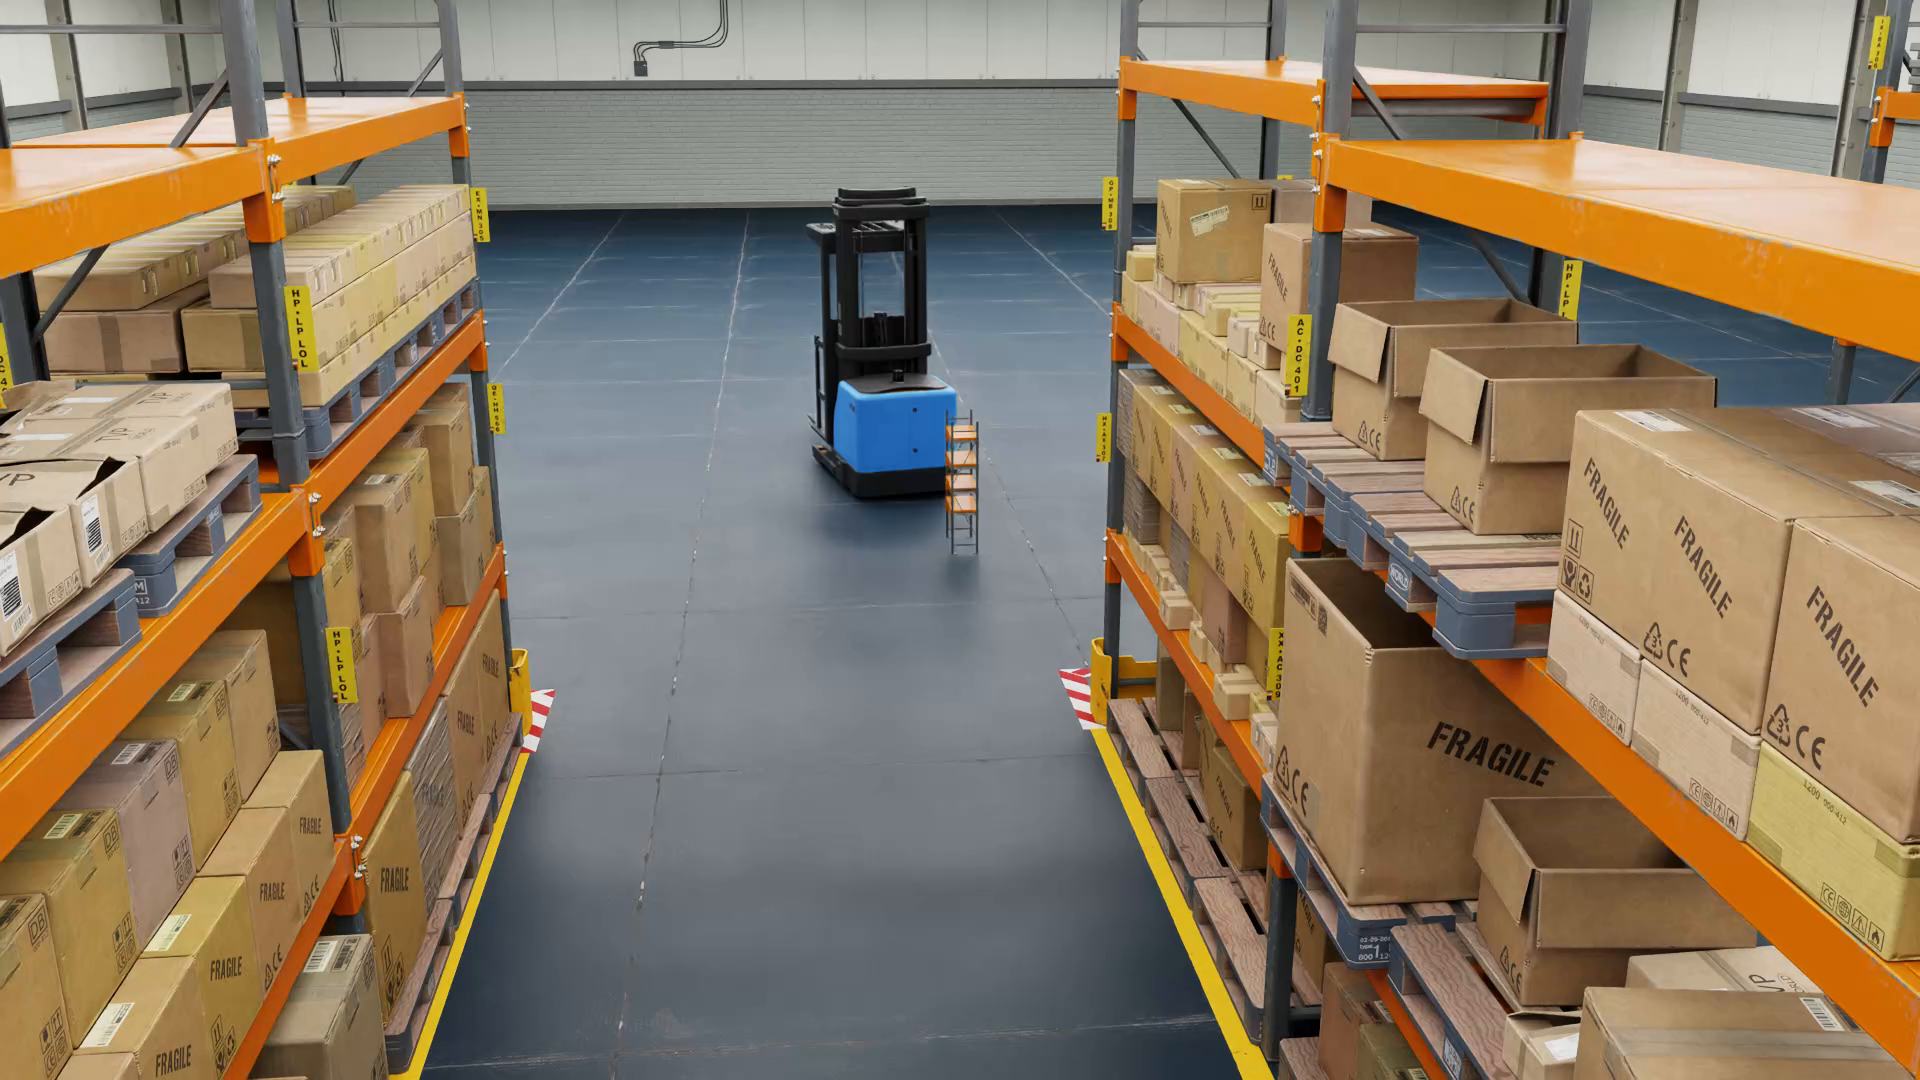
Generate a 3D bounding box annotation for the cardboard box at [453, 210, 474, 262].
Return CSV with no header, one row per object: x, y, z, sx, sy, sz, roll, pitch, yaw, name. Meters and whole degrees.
-3.134,-1.760,9.654,0.500,0.250,0.500,-2,17,-5,cardboard box

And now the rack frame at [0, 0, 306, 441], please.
-3.050,-1.818,5.945,1.000,3.000,0.127,-2,18,-6,rack frame

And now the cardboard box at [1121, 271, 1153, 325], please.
1.274,-1.479,10.123,0.500,0.250,0.500,-1,17,-4,cardboard box

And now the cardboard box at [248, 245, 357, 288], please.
-2.803,-1.166,7.096,0.380,0.149,0.250,-2,18,-6,cardboard box

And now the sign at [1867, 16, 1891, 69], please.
5.860,-3.171,10.602,0.100,0.325,0.005,-2,18,-6,sign

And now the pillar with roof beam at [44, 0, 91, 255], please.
-12.331,-9.721,31.116,9.100,9.000,0.400,-2,18,-6,pillar with roof beam

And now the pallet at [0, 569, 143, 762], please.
-2.875,0.371,4.294,1.003,0.211,1.213,-1,17,-3,pallet

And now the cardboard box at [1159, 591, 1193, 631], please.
1.332,0.391,9.343,0.380,0.149,0.250,-2,18,-6,cardboard box

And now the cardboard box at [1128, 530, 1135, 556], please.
1.280,0.016,10.537,0.380,0.149,0.250,-2,18,-6,cardboard box

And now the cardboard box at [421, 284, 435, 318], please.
-2.961,-1.240,8.662,0.380,0.149,0.250,-2,18,-5,cardboard box

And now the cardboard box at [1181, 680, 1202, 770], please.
1.625,1.085,10.185,0.500,0.500,0.500,3,18,9,cardboard box

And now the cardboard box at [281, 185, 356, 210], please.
-3.745,-1.978,9.683,0.380,0.149,0.250,-2,17,-5,cardboard box

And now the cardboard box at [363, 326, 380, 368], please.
-2.828,-0.860,7.453,0.380,0.149,0.250,-2,18,-7,cardboard box

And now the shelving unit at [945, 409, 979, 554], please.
0.017,-0.523,14.840,0.258,1.200,0.503,-2,18,-6,shelving unit

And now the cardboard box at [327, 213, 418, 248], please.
-2.933,-1.543,8.297,0.380,0.149,0.250,-2,18,-5,cardboard box

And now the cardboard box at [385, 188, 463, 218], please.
-3.066,-1.923,9.507,0.380,0.149,0.250,-2,18,-5,cardboard box

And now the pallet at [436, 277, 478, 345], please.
-3.376,-1.316,9.501,1.003,0.211,1.213,-2,18,-6,pallet

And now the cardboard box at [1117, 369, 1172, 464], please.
1.267,-0.765,10.274,0.500,0.500,0.500,-2,18,-6,cardboard box

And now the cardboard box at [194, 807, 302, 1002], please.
-2.678,1.294,5.880,0.500,0.500,0.500,-2,18,-6,cardboard box

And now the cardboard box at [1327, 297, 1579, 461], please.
1.844,-0.617,6.253,0.797,0.503,0.637,-3,18,-8,cardboard box

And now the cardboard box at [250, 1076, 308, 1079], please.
-2.801,2.387,5.622,1.050,0.750,0.750,-2,18,-6,cardboard box

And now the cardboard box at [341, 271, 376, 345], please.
-2.876,-1.010,7.265,0.500,0.250,0.500,-2,18,-6,cardboard box

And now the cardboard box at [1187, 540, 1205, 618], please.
1.730,0.149,9.031,0.875,0.500,0.500,-2,18,-6,cardboard box

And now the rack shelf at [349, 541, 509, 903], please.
-3.256,0.791,8.850,1.077,0.370,4.000,-2,18,-6,rack shelf

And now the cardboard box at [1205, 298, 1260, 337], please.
1.432,-1.109,8.280,0.380,0.149,0.250,-1,17,-3,cardboard box

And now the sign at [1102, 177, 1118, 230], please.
0.942,-2.102,10.398,0.100,0.325,0.005,-2,18,-6,sign

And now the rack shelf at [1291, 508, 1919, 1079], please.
2.100,0.429,4.996,1.077,0.370,4.000,-2,18,-6,rack shelf

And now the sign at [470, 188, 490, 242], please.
-2.922,-1.976,10.110,0.100,0.325,0.005,-2,18,-6,sign

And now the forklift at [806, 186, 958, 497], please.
-0.952,-2.223,17.366,1.130,2.935,3.031,-5,18,-17,forklift

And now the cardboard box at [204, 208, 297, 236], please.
-3.615,-1.599,8.476,0.380,0.149,0.250,-2,18,-6,cardboard box

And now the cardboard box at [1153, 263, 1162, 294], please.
1.316,-1.496,9.513,0.380,0.149,0.250,-1,17,-3,cardboard box

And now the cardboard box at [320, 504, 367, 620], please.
-3.226,0.186,7.524,0.875,0.550,0.550,-2,18,-6,cardboard box

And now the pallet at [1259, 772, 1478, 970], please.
1.828,1.245,6.525,1.003,0.211,1.213,-2,18,-6,pallet

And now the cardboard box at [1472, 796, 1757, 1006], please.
2.165,1.185,5.522,0.797,0.503,0.637,0,17,0,cardboard box

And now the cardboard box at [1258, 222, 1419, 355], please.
1.594,-1.065,7.054,0.500,0.500,0.500,-2,18,-7,cardboard box

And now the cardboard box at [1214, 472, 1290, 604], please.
1.521,-0.020,7.901,0.500,0.500,0.500,-2,18,-6,cardboard box

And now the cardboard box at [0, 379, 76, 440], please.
-3.236,-0.383,5.739,0.258,0.266,0.396,-2,18,-7,cardboard box

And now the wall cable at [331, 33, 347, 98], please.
-16.220,-10.812,39.778,3.097,2.526,0.112,-2,18,-6,wall cable

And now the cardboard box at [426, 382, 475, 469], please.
-3.463,-0.623,10.100,0.875,0.550,0.550,-2,18,-6,cardboard box

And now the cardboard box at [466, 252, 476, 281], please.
-3.091,-1.618,9.868,0.380,0.149,0.250,-2,18,-6,cardboard box

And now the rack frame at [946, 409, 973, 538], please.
-0.008,-0.596,15.072,0.240,1.200,0.015,-2,18,-6,rack frame

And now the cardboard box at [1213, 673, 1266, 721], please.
1.460,0.764,8.156,0.380,0.149,0.250,-2,18,-6,cardboard box

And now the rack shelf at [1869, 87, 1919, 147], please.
6.614,-2.156,8.890,1.077,0.370,4.000,-2,18,-6,rack shelf

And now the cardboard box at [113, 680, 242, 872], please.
-2.938,0.820,5.721,0.700,0.500,0.500,-2,18,-7,cardboard box

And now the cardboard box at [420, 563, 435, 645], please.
-3.272,0.380,8.707,0.875,0.550,0.500,-2,18,-6,cardboard box

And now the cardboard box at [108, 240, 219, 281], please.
-3.482,-1.219,7.266,0.380,0.149,0.250,-1,17,-5,cardboard box

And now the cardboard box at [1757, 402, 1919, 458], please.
2.406,-0.054,4.330,0.500,0.500,0.500,-2,18,-7,cardboard box

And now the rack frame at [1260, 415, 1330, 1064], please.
1.894,0.921,7.236,1.000,3.000,0.127,-2,18,-6,rack frame

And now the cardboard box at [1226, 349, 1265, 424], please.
1.544,-0.722,7.713,0.500,0.250,0.500,-1,17,-4,cardboard box
